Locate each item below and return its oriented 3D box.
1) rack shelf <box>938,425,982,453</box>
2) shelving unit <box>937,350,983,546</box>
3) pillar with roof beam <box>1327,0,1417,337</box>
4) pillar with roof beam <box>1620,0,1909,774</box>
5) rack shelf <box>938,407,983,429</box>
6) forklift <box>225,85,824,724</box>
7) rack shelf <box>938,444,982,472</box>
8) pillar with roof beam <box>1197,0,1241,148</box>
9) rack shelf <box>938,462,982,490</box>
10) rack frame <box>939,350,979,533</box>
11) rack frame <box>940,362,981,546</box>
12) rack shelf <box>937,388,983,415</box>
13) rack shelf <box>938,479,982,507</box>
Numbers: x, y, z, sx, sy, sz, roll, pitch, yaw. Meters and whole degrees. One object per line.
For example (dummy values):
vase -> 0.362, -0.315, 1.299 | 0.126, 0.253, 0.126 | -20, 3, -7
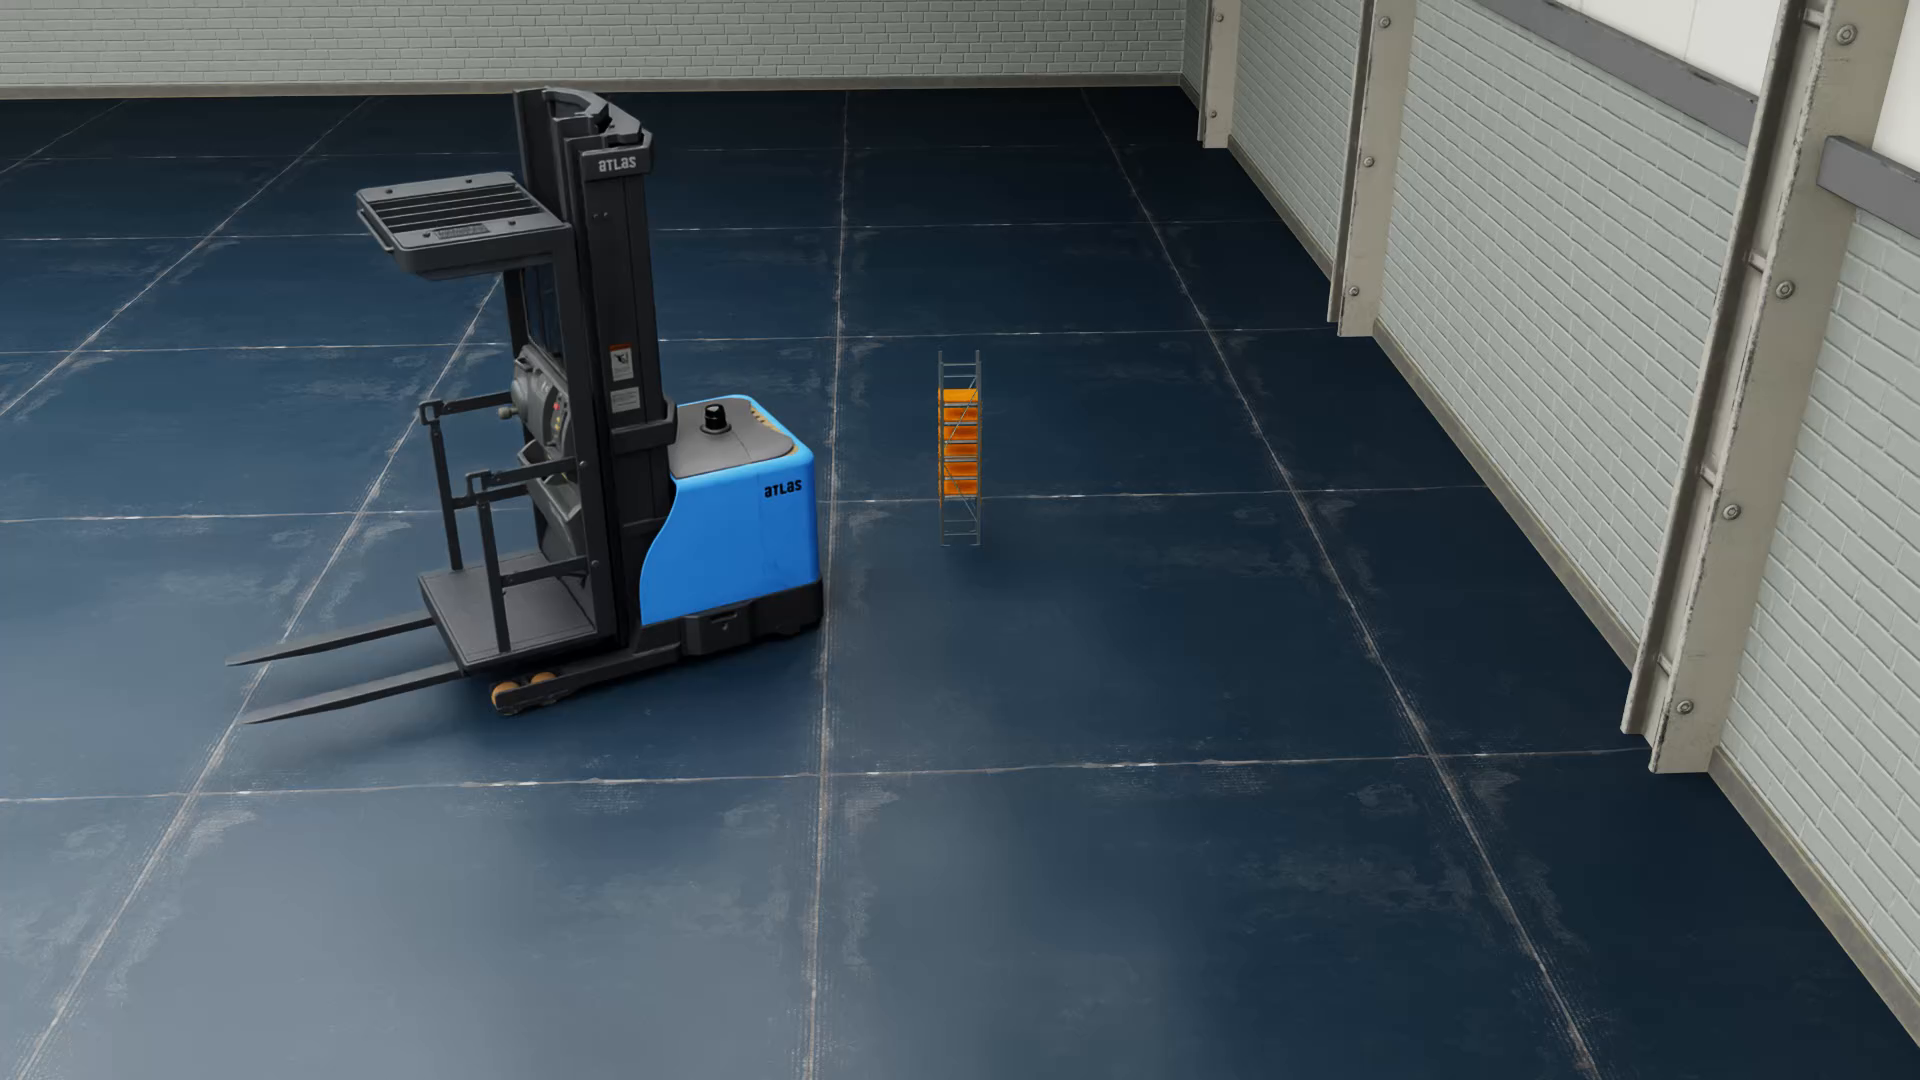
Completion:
rack shelf -> -0.001, -0.606, 9.950 | 0.258, 0.103, 0.180 | -1, 28, -3
shelving unit -> -0.001, -0.539, 9.985 | 0.258, 1.200, 0.189 | -1, 28, -3
pillar with roof beam -> -1.104, -5.619, 11.292 | 9.100, 9.000, 0.400 | -1, 28, -3
pillar with roof beam -> -0.791, -2.848, 5.979 | 9.100, 9.000, 0.400 | -1, 28, -3
rack shelf -> -0.001, -0.712, 9.895 | 0.258, 0.103, 0.180 | -1, 28, -3
forklift -> -2.305, -0.682, 8.387 | 3.031, 2.935, 1.130 | -14, 31, -25
rack shelf -> -0.001, -0.499, 10.006 | 0.258, 0.103, 0.180 | -1, 28, -3
pillar with roof beam -> -1.418, -8.389, 16.604 | 9.100, 9.000, 0.400 | -1, 28, -3
rack shelf -> -0.001, -0.393, 10.061 | 0.258, 0.103, 0.180 | -1, 28, -3
rack frame -> -0.006, -0.581, 10.066 | 0.240, 1.200, 0.006 | -1, 28, -3
rack frame -> 0.004, -0.496, 9.904 | 0.240, 1.200, 0.006 | -1, 28, -3
rack shelf -> -0.001, -0.818, 9.839 | 0.258, 0.103, 0.180 | -1, 28, -3
rack shelf -> -0.001, -0.286, 10.117 | 0.258, 0.103, 0.180 | -1, 28, -3
